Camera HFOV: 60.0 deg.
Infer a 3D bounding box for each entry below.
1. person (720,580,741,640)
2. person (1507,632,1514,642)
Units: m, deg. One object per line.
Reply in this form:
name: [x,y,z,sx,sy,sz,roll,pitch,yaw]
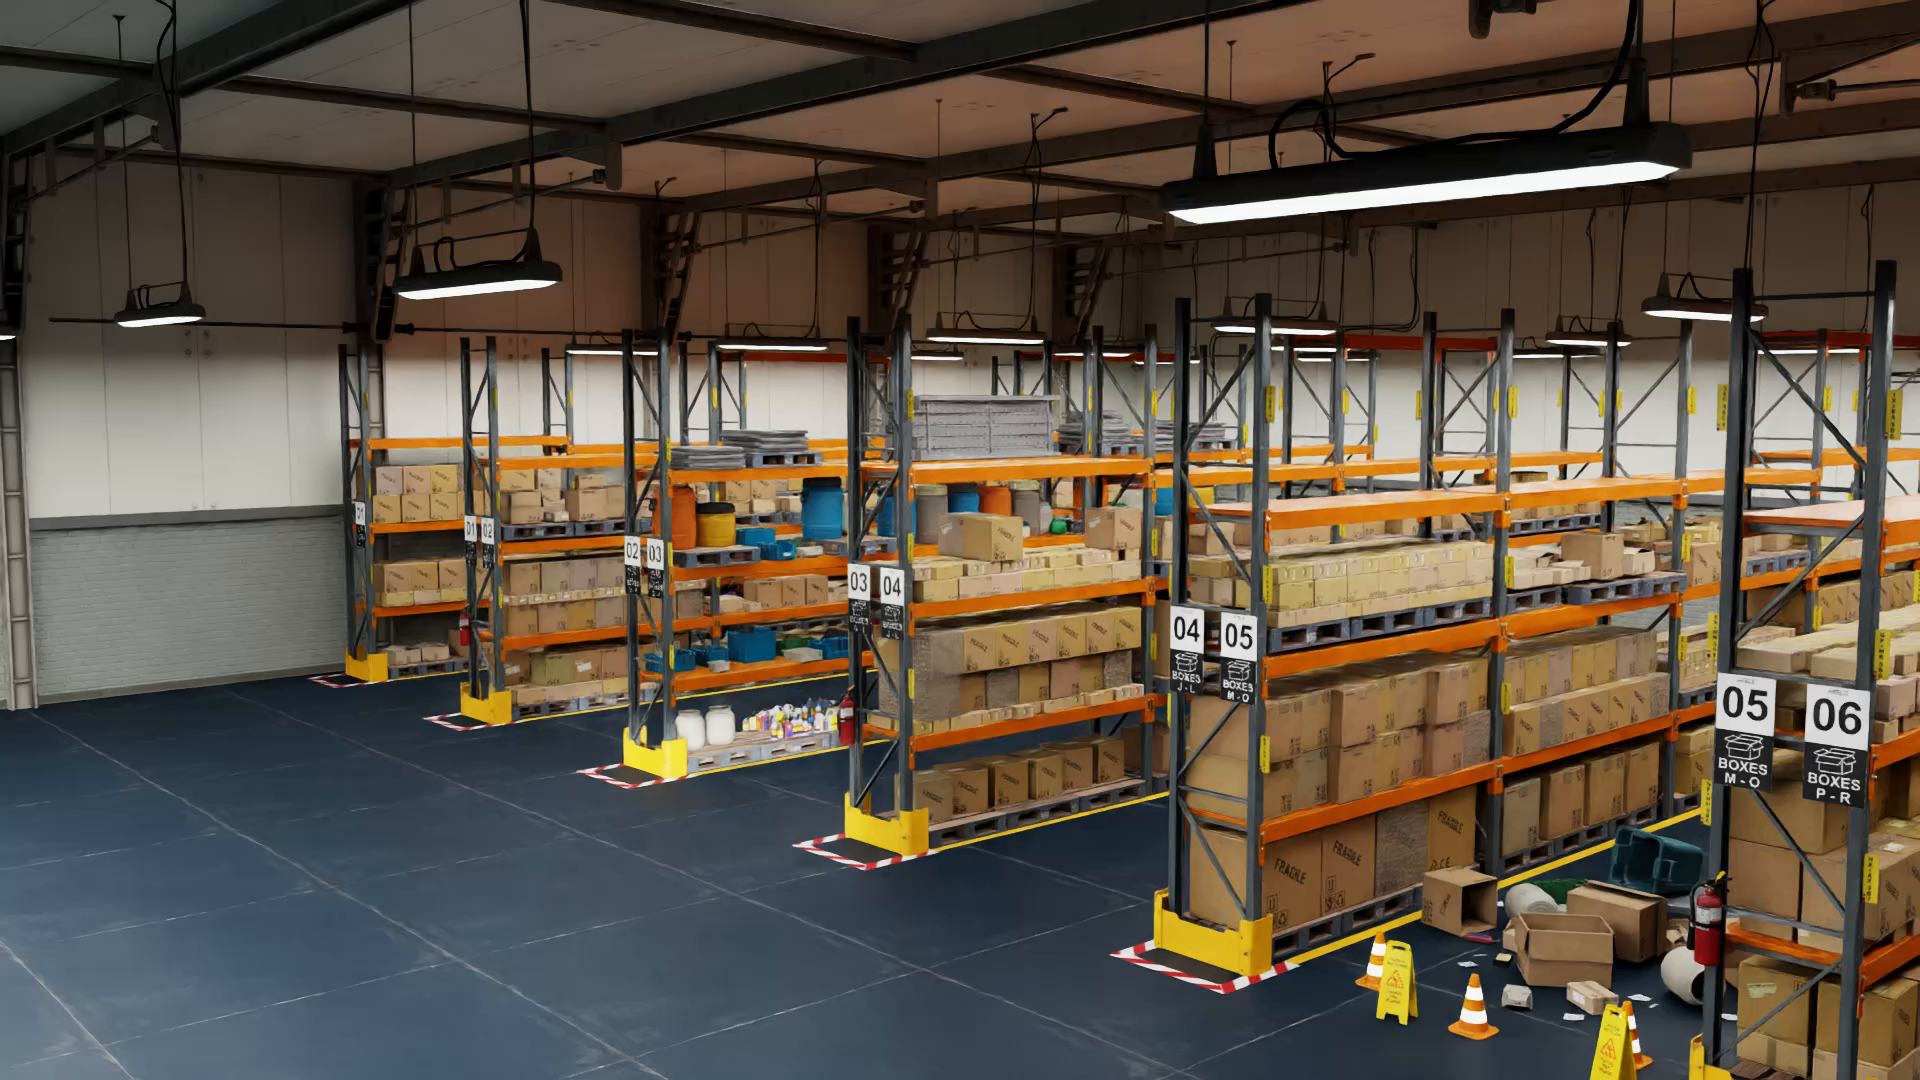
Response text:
person: [-4.422,1.568,31.125,0.644,1.633,0.533,-4,7,-39]
person: [8.324,2.092,24.995,0.651,1.682,0.727,-3,6,-34]
